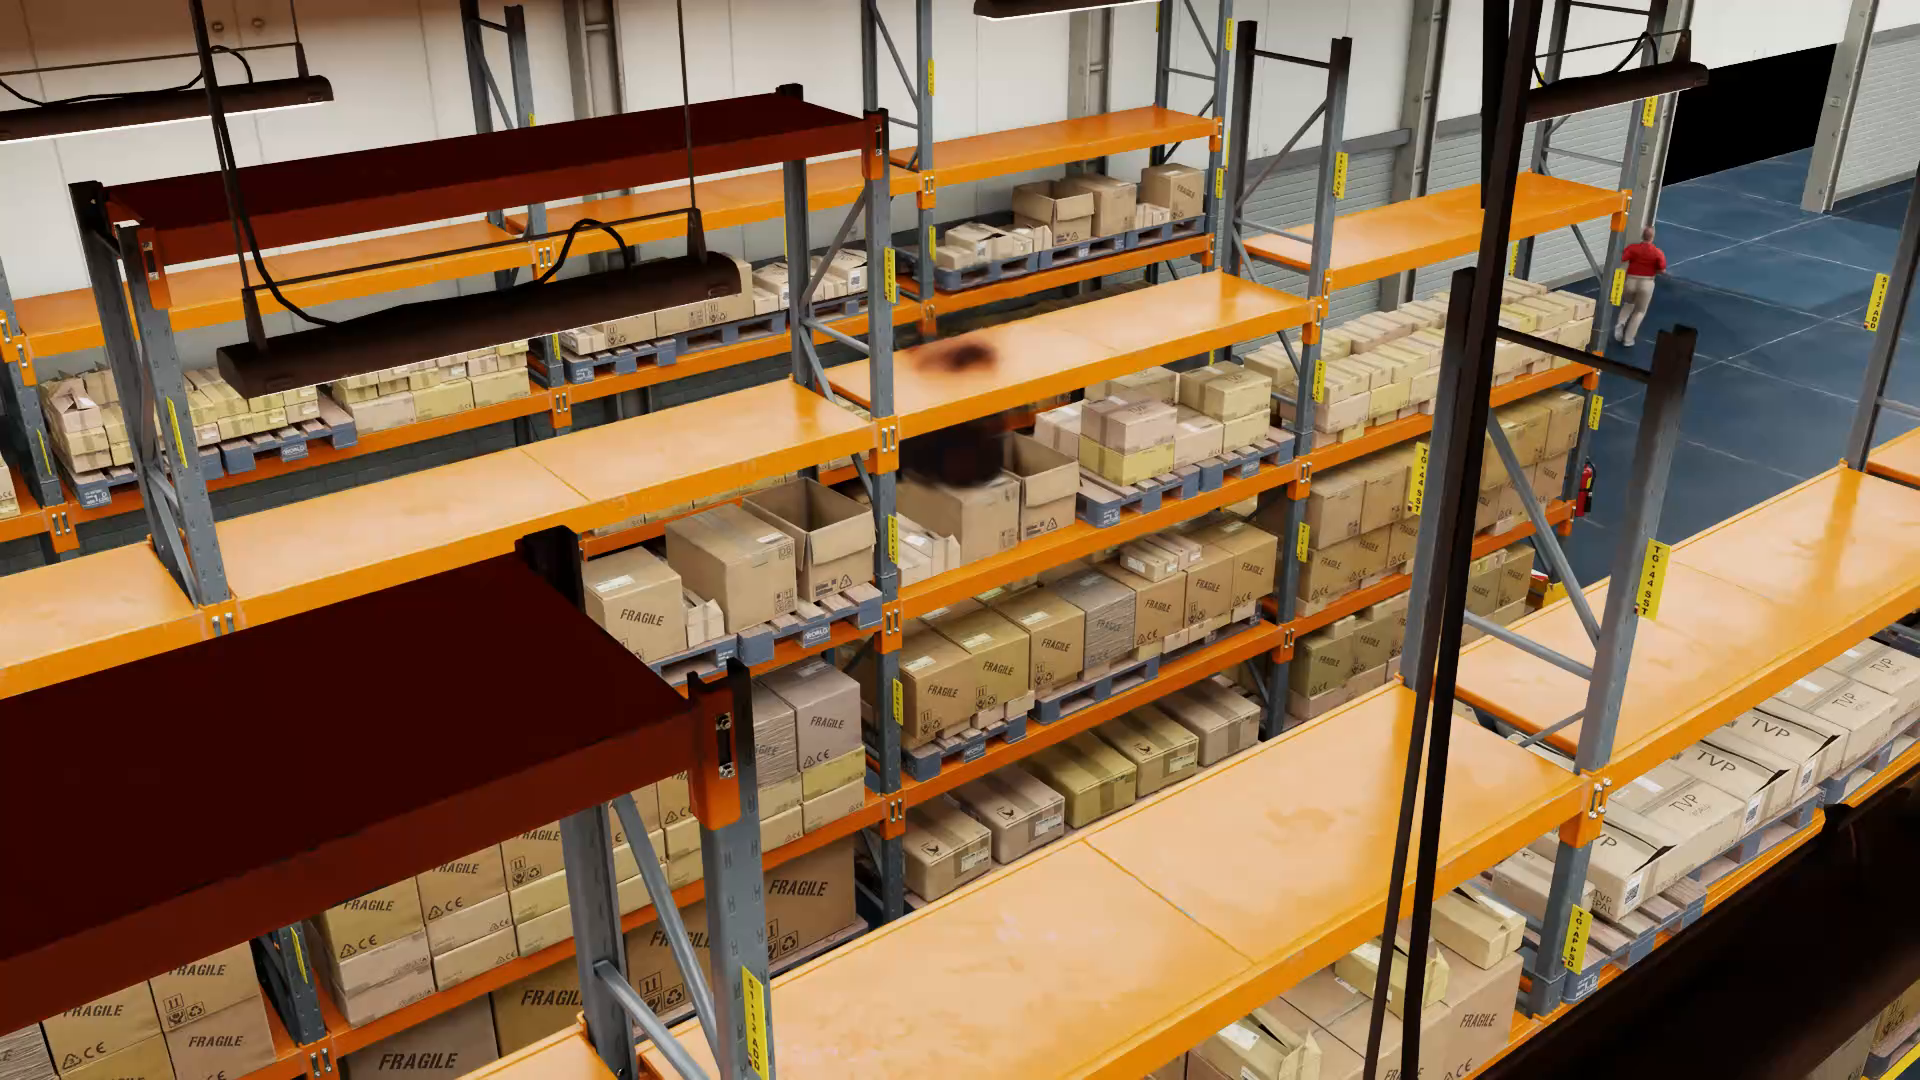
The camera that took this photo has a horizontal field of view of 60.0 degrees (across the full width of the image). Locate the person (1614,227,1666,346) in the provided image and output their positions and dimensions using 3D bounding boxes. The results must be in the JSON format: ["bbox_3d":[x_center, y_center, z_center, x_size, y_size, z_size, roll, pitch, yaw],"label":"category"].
[{"bbox_3d":[9.611,-3.611,23.537,0.646,1.691,0.648,18,32,33],"label":"person"}]
